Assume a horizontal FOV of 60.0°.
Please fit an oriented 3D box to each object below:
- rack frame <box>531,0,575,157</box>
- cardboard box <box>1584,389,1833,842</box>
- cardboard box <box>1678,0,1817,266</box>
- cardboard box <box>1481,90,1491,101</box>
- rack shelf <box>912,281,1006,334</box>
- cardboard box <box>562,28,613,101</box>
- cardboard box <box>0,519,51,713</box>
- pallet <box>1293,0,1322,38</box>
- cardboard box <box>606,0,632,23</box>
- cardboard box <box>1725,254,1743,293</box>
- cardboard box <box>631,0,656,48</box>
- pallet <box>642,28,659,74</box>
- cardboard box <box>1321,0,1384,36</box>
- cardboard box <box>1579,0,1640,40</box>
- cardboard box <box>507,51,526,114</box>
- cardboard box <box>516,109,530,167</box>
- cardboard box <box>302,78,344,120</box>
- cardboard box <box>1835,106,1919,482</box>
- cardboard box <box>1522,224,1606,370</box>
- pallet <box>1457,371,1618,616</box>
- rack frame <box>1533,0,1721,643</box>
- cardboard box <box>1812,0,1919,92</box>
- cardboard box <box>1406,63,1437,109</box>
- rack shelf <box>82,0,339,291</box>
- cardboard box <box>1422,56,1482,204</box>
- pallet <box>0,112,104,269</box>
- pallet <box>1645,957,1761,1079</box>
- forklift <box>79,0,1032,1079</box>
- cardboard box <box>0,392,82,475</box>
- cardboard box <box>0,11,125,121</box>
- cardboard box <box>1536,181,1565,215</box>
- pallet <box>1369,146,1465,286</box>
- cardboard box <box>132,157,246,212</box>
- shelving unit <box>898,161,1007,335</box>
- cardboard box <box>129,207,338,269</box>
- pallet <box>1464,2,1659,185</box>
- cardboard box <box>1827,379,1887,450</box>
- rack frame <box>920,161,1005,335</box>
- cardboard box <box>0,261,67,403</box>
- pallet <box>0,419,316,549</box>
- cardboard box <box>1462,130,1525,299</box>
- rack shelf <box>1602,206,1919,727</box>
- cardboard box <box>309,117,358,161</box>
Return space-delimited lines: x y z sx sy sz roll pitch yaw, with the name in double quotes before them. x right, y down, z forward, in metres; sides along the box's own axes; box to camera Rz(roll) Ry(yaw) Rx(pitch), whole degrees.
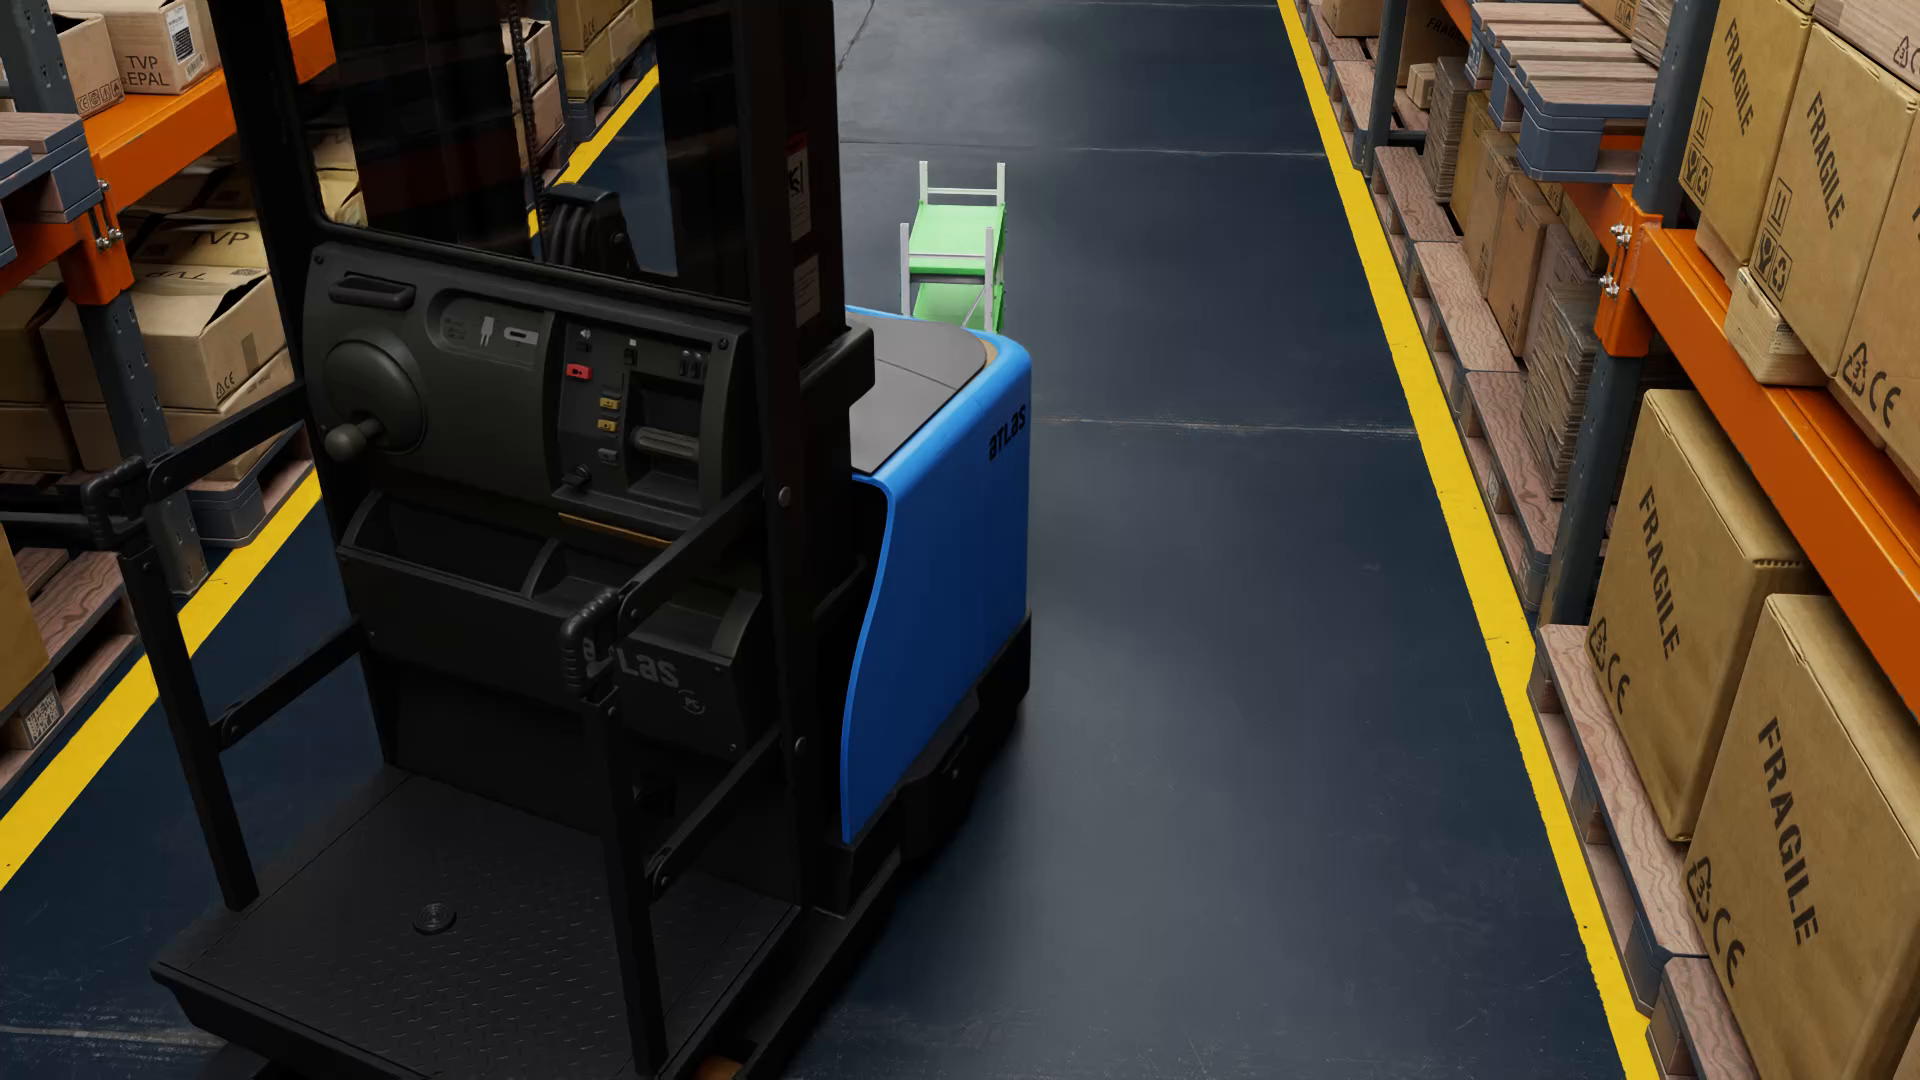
"rack frame" -2.464 -3.248 7.661 1.000 3.000 0.127 2 32 4
"cardboard box" 1.958 0.169 3.766 0.750 0.750 0.750 2 32 3
"cardboard box" 1.854 -0.881 3.423 0.500 0.500 0.500 3 32 5
"cardboard box" 2.398 -1.865 6.665 0.500 0.250 0.500 2 32 3
"rack shelf" -0.013 -0.574 4.702 0.258 0.148 0.480 2 32 4
"cardboard box" -2.124 -2.486 8.645 0.500 0.250 0.500 2 32 4
"cardboard box" -2.631 0.220 3.998 0.500 0.500 0.500 4 32 6
"pallet" 2.692 -3.480 10.695 1.003 0.211 1.213 2 32 4
"cardboard box" -2.081 -3.066 8.872 0.500 0.500 0.500 2 32 4
"cardboard box" 1.862 -0.554 3.511 0.380 0.149 0.250 3 32 5
"cardboard box" -2.032 -3.008 9.493 0.500 0.250 0.500 2 32 4
"pallet" -2.260 -3.114 10.102 1.003 0.211 1.213 2 32 4
"cardboard box" 2.498 -3.215 9.572 0.700 0.500 0.500 1 32 1
"cardboard box" 2.195 -1.716 4.661 0.700 0.500 0.500 0 32 -1
"cardboard box" -2.247 -1.998 7.320 0.500 0.311 0.500 3 32 5
"cardboard box" -2.251 -1.762 7.471 0.500 0.250 0.500 2 32 3
"cardboard box" -2.832 -1.757 6.928 0.500 0.311 0.500 1 32 2
"cardboard box" 1.760 -0.348 2.558 0.500 0.500 0.500 2 32 4
"cardboard box" 2.313 -0.713 5.511 0.700 0.500 0.500 2 32 4
"pallet" 2.213 -0.168 5.321 1.003 0.211 1.213 2 32 4
"rack frame" 2.148 -0.947 3.927 1.000 3.000 0.127 2 32 4
"cardboard box" 1.811 -0.936 2.797 0.500 0.250 0.500 2 32 3
"cardboard box" 2.488 -2.300 8.405 0.380 0.166 0.250 -2 32 -2
"rack shelf" -2.626 -1.896 6.153 1.077 0.370 4.000 2 32 4
"cardboard box" 2.431 -1.776 7.236 0.700 0.500 0.500 3 32 6
"pallet" -2.774 -0.717 3.737 1.213 0.211 1.003 2 32 4
"pallet" 1.907 1.286 2.962 1.003 0.211 1.213 2 32 4
"forklift" -0.894 -0.224 2.819 1.130 2.935 3.031 14 34 21
"cardboard box" -2.989 -0.450 5.342 0.500 0.250 0.500 3 32 5
"cardboard box" -2.716 -1.307 4.596 0.500 0.311 0.500 4 32 7
"cardboard box" 2.301 -1.332 5.801 0.500 0.250 0.500 2 32 4
"pallet" 2.412 -1.444 7.392 1.003 0.211 1.213 2 32 4
"cardboard box" -2.912 -1.223 6.062 0.500 0.311 0.500 2 32 4
"shelving unit" -0.013 -0.424 4.795 0.258 1.200 0.503 2 32 4
"cardboard box" -2.419 -0.940 5.601 0.500 0.311 0.500 2 32 3
"pallet" 2.100 -1.242 4.589 1.213 0.211 1.003 2 32 4
"cardboard box" 1.858 -0.282 3.070 0.380 0.149 0.250 2 32 3
"rack frame" 0.006 -0.552 5.002 0.240 1.200 0.015 2 32 4
"cardboard box" -2.992 -0.688 5.193 0.500 0.311 0.500 3 32 5
"pallet" -2.683 -0.398 5.694 1.003 0.211 1.213 2 32 4
"cardboard box" 2.357 -1.238 6.364 0.700 0.500 0.500 3 32 5
"rack shelf" 1.986 0.405 2.419 1.077 0.370 4.000 2 32 4
"cardboard box" -2.334 -1.475 6.470 0.500 0.311 0.500 2 32 3
